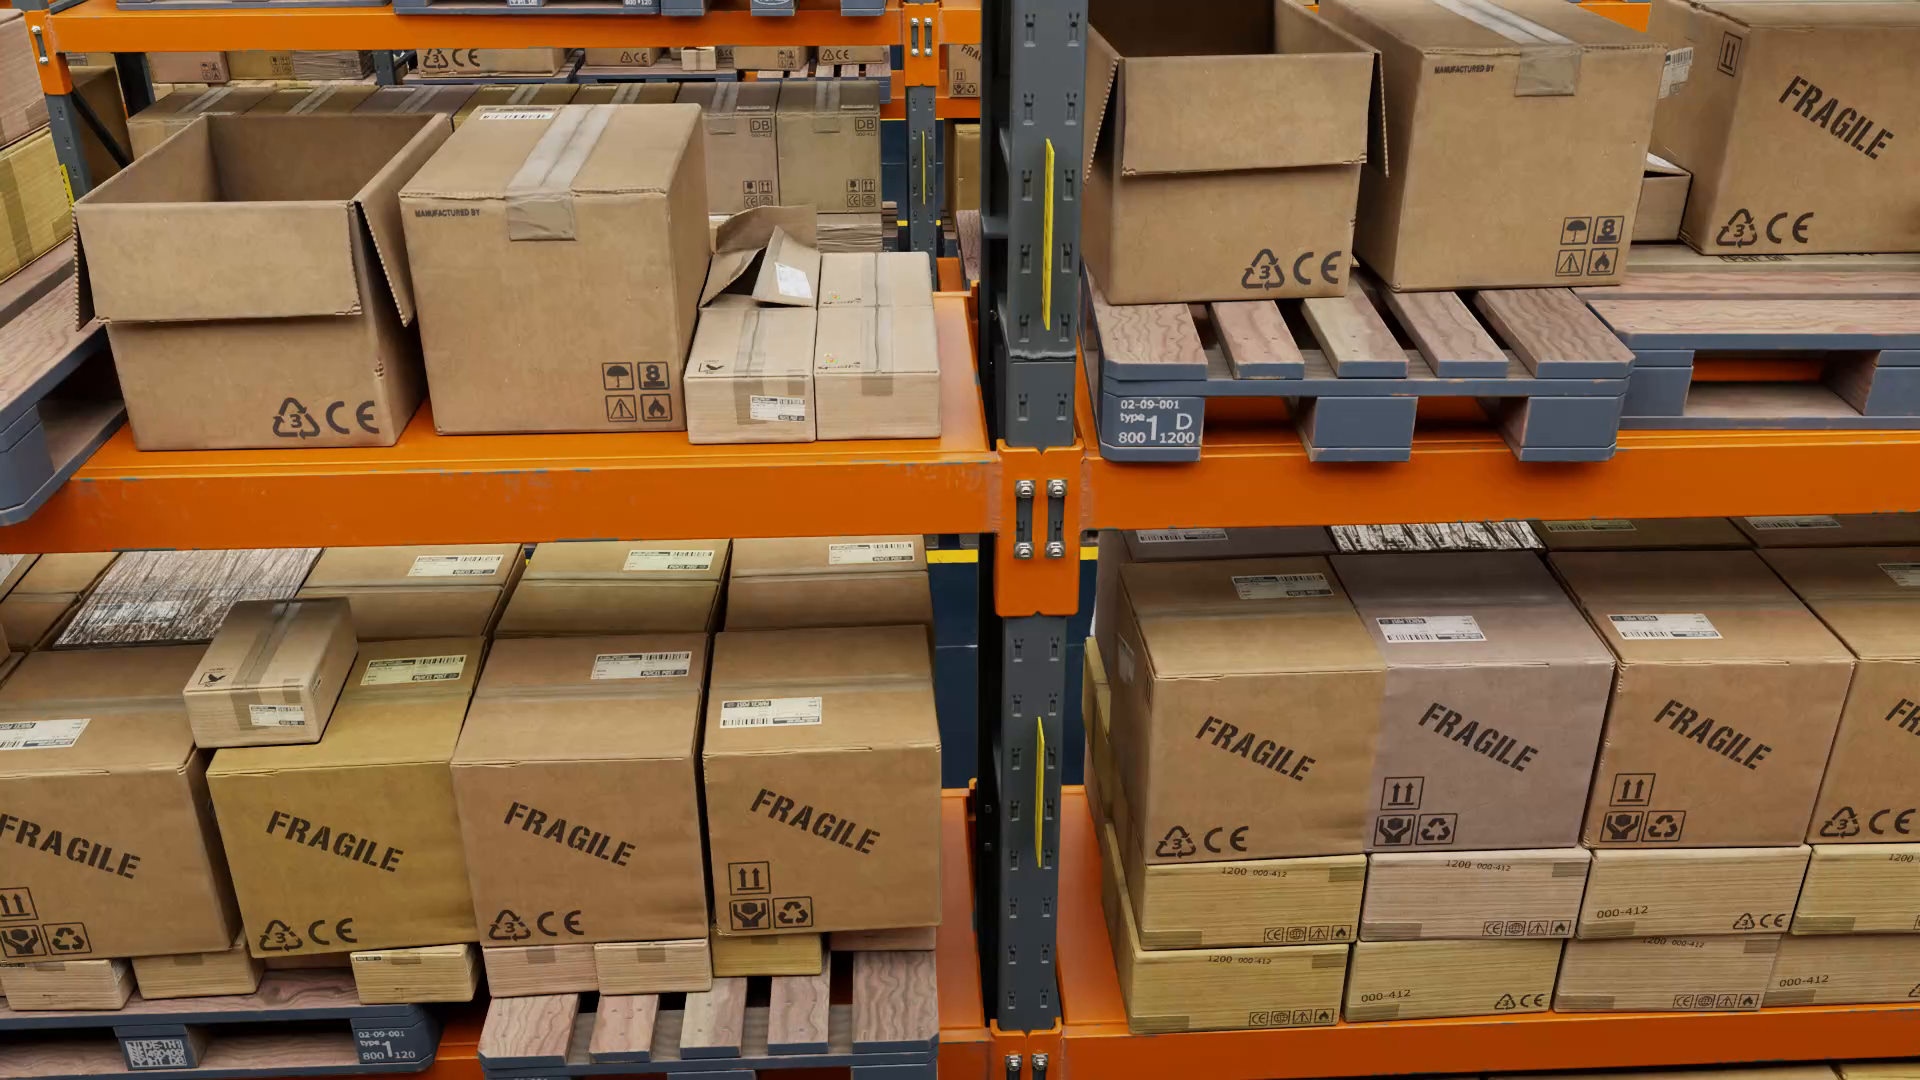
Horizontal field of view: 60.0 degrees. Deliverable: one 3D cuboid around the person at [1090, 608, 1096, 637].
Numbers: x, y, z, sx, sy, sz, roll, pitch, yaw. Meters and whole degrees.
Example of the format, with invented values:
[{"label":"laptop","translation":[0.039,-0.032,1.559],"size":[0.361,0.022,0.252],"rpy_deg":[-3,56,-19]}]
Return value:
[{"label":"person","translation":[0.840,0.544,6.864],"size":[0.589,1.016,0.888],"rpy_deg":[-1,27,-3]}]
